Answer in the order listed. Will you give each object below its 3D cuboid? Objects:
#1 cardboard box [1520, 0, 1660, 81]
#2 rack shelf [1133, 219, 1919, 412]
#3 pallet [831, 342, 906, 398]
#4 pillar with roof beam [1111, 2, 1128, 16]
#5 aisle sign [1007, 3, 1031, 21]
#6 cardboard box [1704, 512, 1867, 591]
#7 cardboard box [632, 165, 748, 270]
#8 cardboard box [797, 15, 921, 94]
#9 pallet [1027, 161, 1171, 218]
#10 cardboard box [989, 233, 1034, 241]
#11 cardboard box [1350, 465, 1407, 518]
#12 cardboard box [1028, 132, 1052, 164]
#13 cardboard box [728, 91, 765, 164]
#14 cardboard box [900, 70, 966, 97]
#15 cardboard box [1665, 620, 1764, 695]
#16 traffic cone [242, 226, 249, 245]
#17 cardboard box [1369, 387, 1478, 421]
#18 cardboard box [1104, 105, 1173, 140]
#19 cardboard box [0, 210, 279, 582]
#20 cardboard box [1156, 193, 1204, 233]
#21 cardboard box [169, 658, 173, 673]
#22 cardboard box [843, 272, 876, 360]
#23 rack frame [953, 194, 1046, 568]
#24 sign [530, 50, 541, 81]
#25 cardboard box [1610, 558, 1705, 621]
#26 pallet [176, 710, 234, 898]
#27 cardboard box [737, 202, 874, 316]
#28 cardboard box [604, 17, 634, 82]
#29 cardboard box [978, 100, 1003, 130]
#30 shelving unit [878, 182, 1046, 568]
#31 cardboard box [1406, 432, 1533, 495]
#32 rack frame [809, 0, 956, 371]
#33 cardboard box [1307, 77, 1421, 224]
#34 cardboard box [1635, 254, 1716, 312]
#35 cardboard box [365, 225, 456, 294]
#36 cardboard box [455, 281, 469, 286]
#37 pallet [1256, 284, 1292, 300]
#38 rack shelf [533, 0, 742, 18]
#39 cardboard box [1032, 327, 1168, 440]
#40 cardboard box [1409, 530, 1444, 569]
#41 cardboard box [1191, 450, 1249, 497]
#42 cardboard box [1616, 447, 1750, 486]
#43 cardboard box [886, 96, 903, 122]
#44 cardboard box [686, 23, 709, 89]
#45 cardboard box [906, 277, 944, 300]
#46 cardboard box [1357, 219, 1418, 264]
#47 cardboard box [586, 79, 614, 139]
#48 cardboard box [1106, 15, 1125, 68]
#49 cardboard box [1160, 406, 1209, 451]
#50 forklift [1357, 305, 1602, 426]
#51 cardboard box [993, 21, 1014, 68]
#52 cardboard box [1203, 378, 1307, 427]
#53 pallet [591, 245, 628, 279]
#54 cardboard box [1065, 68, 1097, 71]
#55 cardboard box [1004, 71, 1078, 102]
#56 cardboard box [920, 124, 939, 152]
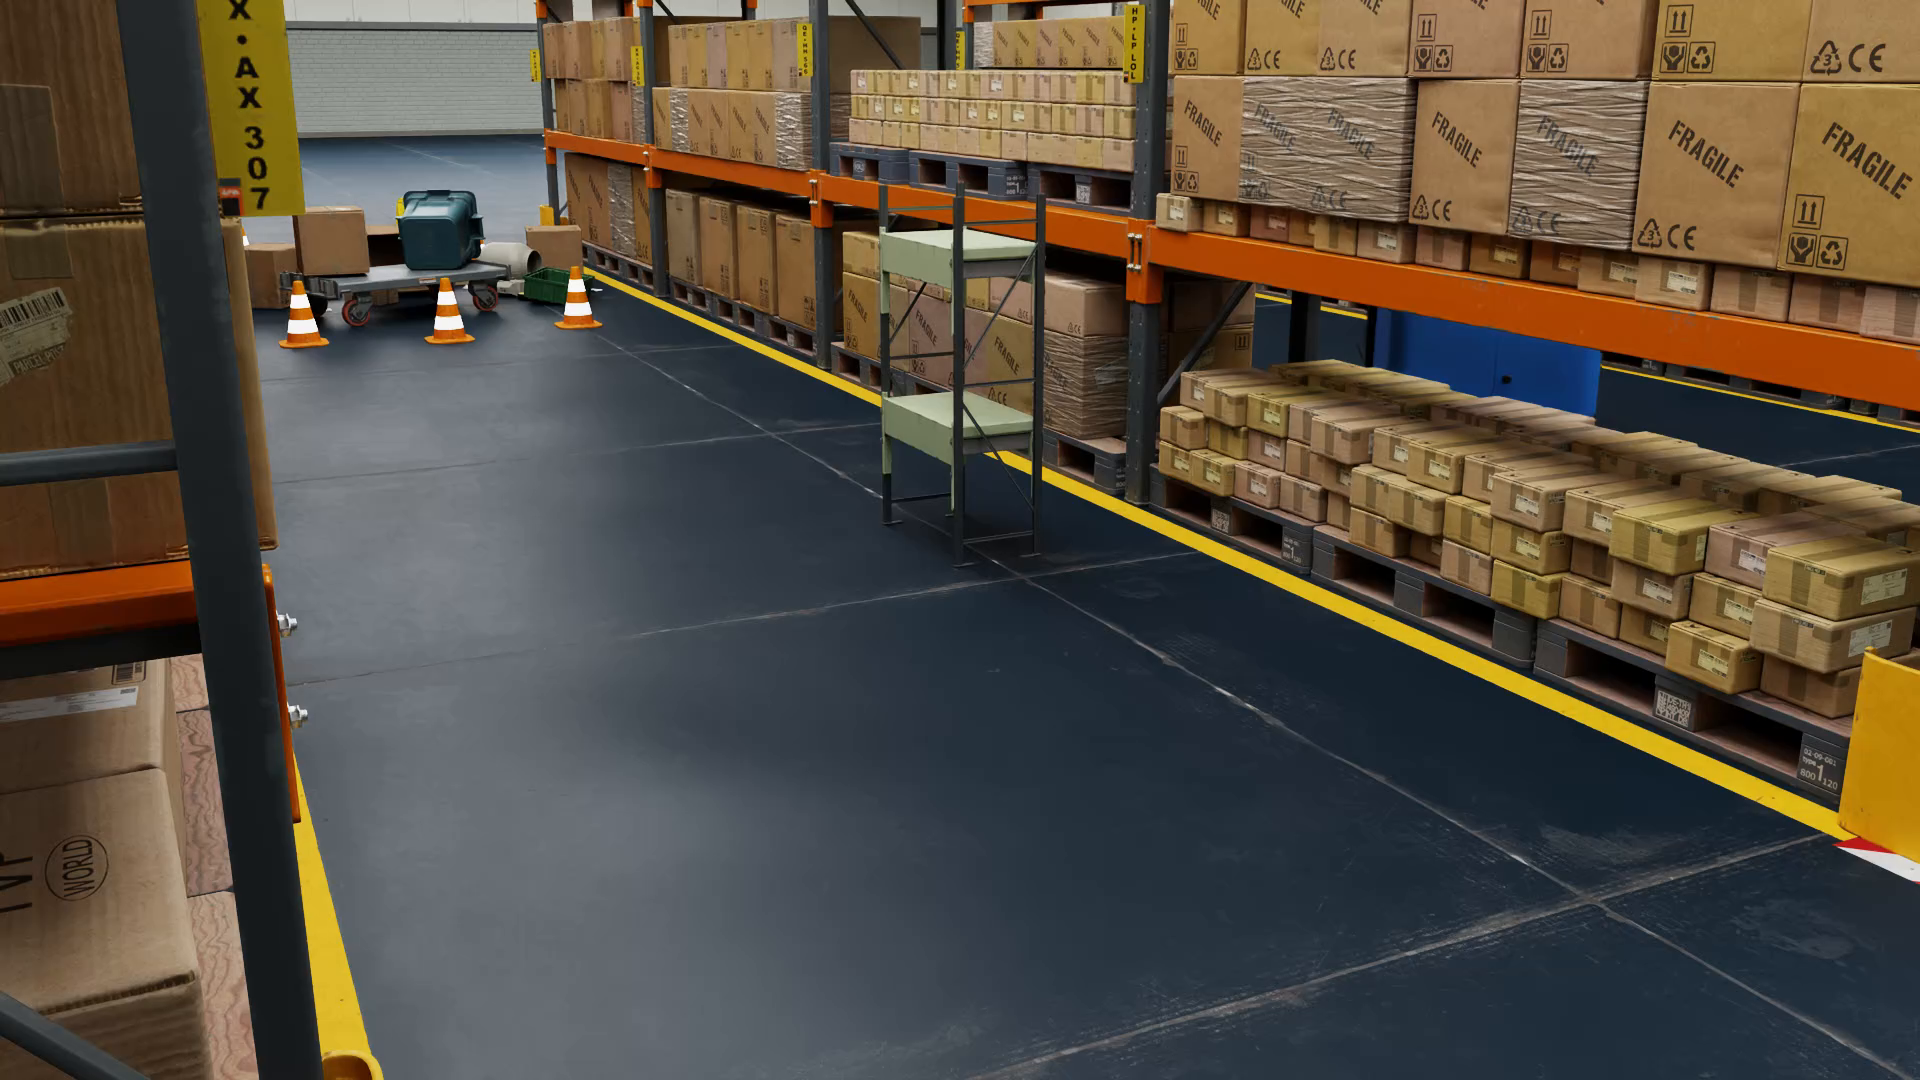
[{"bbox_3d":[2.125,-1.686,5.155,0.500,0.500,0.500,-7,17,-22],"label":"cardboard box"},{"bbox_3d":[2.131,-0.828,6.001,1.077,0.370,4.000,-8,18,-25],"label":"rack shelf"},{"bbox_3d":[-0.157,-1.127,10.795,1.003,0.211,1.213,-8,18,-25],"label":"pallet"},{"bbox_3d":[0.559,-15.260,44.114,9.100,9.000,0.400,-8,18,-25],"label":"pillar with roof beam"},{"bbox_3d":[0.743,-6.520,19.821,0.394,0.787,0.004,-8,18,-25],"label":"aisle sign"},{"bbox_3d":[2.489,0.035,5.019,0.380,0.149,0.250,-7,18,-24],"label":"cardboard box"},{"bbox_3d":[-2.463,-2.998,15.350,0.875,0.875,0.875,-7,18,-24],"label":"cardboard box"},{"bbox_3d":[-0.686,-3.302,11.326,0.700,0.500,0.500,-8,18,-25],"label":"cardboard box"},{"bbox_3d":[1.050,-1.784,8.378,1.003,0.211,1.213,-8,18,-25],"label":"pallet"},{"bbox_3d":[0.268,-1.760,10.357,0.500,0.250,0.500,-7,18,-24],"label":"cardboard box"},{"bbox_3d":[1.725,-0.199,6.373,0.380,0.149,0.250,-8,18,-25],"label":"cardboard box"},{"bbox_3d":[0.571,-2.014,8.523,0.380,0.149,0.250,-9,18,-28],"label":"cardboard box"},{"bbox_3d":[-1.373,-3.036,12.212,0.500,0.500,0.500,-8,18,-26],"label":"cardboard box"},{"bbox_3d":[-0.130,-2.697,9.826,0.380,0.149,0.250,-8,18,-27],"label":"cardboard box"},{"bbox_3d":[2.385,0.334,5.055,0.380,0.149,0.250,-7,17,-23],"label":"cardboard box"},{"bbox_3d":[-7.060,-2.852,16.348,0.336,0.463,0.334,-8,18,-25],"label":"traffic cone"},{"bbox_3d":[1.951,-0.537,7.012,0.380,0.149,0.250,-7,17,-23],"label":"cardboard box"},{"bbox_3d":[0.903,-1.968,7.826,0.380,0.149,0.250,-7,17,-23],"label":"cardboard box"},{"bbox_3d":[-1.351,-0.256,2.524,0.500,0.500,0.500,-8,18,-25],"label":"cardboard box"},{"bbox_3d":[1.084,-1.439,7.282,0.380,0.149,0.250,-7,17,-23],"label":"cardboard box"},{"bbox_3d":[-2.972,0.152,5.166,0.875,0.438,0.875,-8,18,-26],"label":"cardboard box"},{"bbox_3d":[-0.417,-1.455,10.654,0.500,0.500,0.500,-8,18,-27],"label":"cardboard box"},{"bbox_3d":[0.157,-0.632,6.733,0.400,1.500,0.023,-8,18,-25],"label":"rack frame"},{"bbox_3d":[-4.504,-5.033,17.640,0.100,0.325,0.005,-8,18,-25],"label":"sign"},{"bbox_3d":[2.290,0.123,5.252,0.380,0.149,0.250,-8,18,-27],"label":"cardboard box"},{"bbox_3d":[-2.350,0.795,4.097,1.003,0.211,1.213,-8,18,-25],"label":"pallet"},{"bbox_3d":[-1.070,-2.160,12.656,1.050,0.750,0.750,-7,18,-24],"label":"cardboard box"},{"bbox_3d":[-2.726,-4.462,15.132,0.875,0.550,0.550,-8,18,-25],"label":"cardboard box"},{"bbox_3d":[0.322,-2.295,8.964,0.380,0.149,0.250,-8,18,-25],"label":"cardboard box"},{"bbox_3d":[-0.003,-0.723,7.050,0.431,1.500,0.755,-8,18,-25],"label":"shelving unit"},{"bbox_3d":[1.881,-0.286,6.137,0.380,0.149,0.250,-8,18,-25],"label":"cardboard box"},{"bbox_3d":[-0.498,-2.661,11.086,1.000,3.000,0.127,-8,18,-25],"label":"rack frame"},{"bbox_3d":[1.656,-1.456,6.166,0.500,0.500,0.500,-8,18,-26],"label":"cardboard box"},{"bbox_3d":[2.279,-0.790,5.023,0.380,0.149,0.250,-7,17,-23],"label":"cardboard box"},{"bbox_3d":[-4.946,-2.526,14.896,0.797,0.637,0.503,-8,18,-25],"label":"cardboard box"},{"bbox_3d":[-4.659,-2.542,15.629,0.396,0.266,0.258,-5,17,-15],"label":"cardboard box"},{"bbox_3d":[3.134,-2.391,15.201,1.003,0.211,1.213,-8,18,-25],"label":"pallet"},{"bbox_3d":[-3.126,-5.245,15.956,1.077,0.370,4.000,-8,18,-25],"label":"rack shelf"},{"bbox_3d":[0.704,-0.823,8.450,0.500,0.500,0.500,-8,18,-26],"label":"cardboard box"},{"bbox_3d":[1.914,0.001,6.217,0.380,0.149,0.250,-7,17,-23],"label":"cardboard box"},{"bbox_3d":[1.242,-0.306,7.285,0.380,0.149,0.250,-7,17,-23],"label":"cardboard box"},{"bbox_3d":[2.563,-0.219,5.905,0.380,0.149,0.250,-7,17,-23],"label":"cardboard box"},{"bbox_3d":[-0.226,-2.608,10.057,0.380,0.149,0.250,-8,18,-27],"label":"cardboard box"},{"bbox_3d":[-1.800,-3.932,13.520,0.700,0.500,0.500,-8,18,-26],"label":"cardboard box"},{"bbox_3d":[0.014,-1.572,9.701,0.500,0.250,0.500,-8,18,-24],"label":"cardboard box"},{"bbox_3d":[1.705,-1.118,6.165,0.380,0.149,0.250,-7,17,-22],"label":"cardboard box"},{"bbox_3d":[-3.137,-4.216,16.233,0.875,0.550,0.500,-8,18,-25],"label":"cardboard box"},{"bbox_3d":[1.808,-4.977,16.624,0.500,0.500,0.500,-8,18,-25],"label":"cardboard box"},{"bbox_3d":[1.126,-0.515,7.476,0.380,0.149,0.250,-7,17,-22],"label":"cardboard box"},{"bbox_3d":[2.895,-2.134,9.374,1.130,2.935,3.031,3,16,9],"label":"forklift"},{"bbox_3d":[0.709,-5.597,18.782,0.500,0.500,0.500,-8,18,-25],"label":"cardboard box"},{"bbox_3d":[1.287,-0.601,7.235,0.380,0.149,0.250,-7,17,-22],"label":"cardboard box"},{"bbox_3d":[-3.051,-2.814,16.673,1.003,0.211,1.213,-8,18,-25],"label":"pallet"},{"bbox_3d":[1.614,-4.777,17.740,0.875,0.500,0.500,-8,18,-25],"label":"cardboard box"},{"bbox_3d":[0.454,-2.370,8.686,0.380,0.149,0.250,-8,18,-27],"label":"cardboard box"},{"bbox_3d":[-0.009,-2.341,9.665,0.380,0.149,0.250,-7,17,-23],"label":"cardboard box"}]
